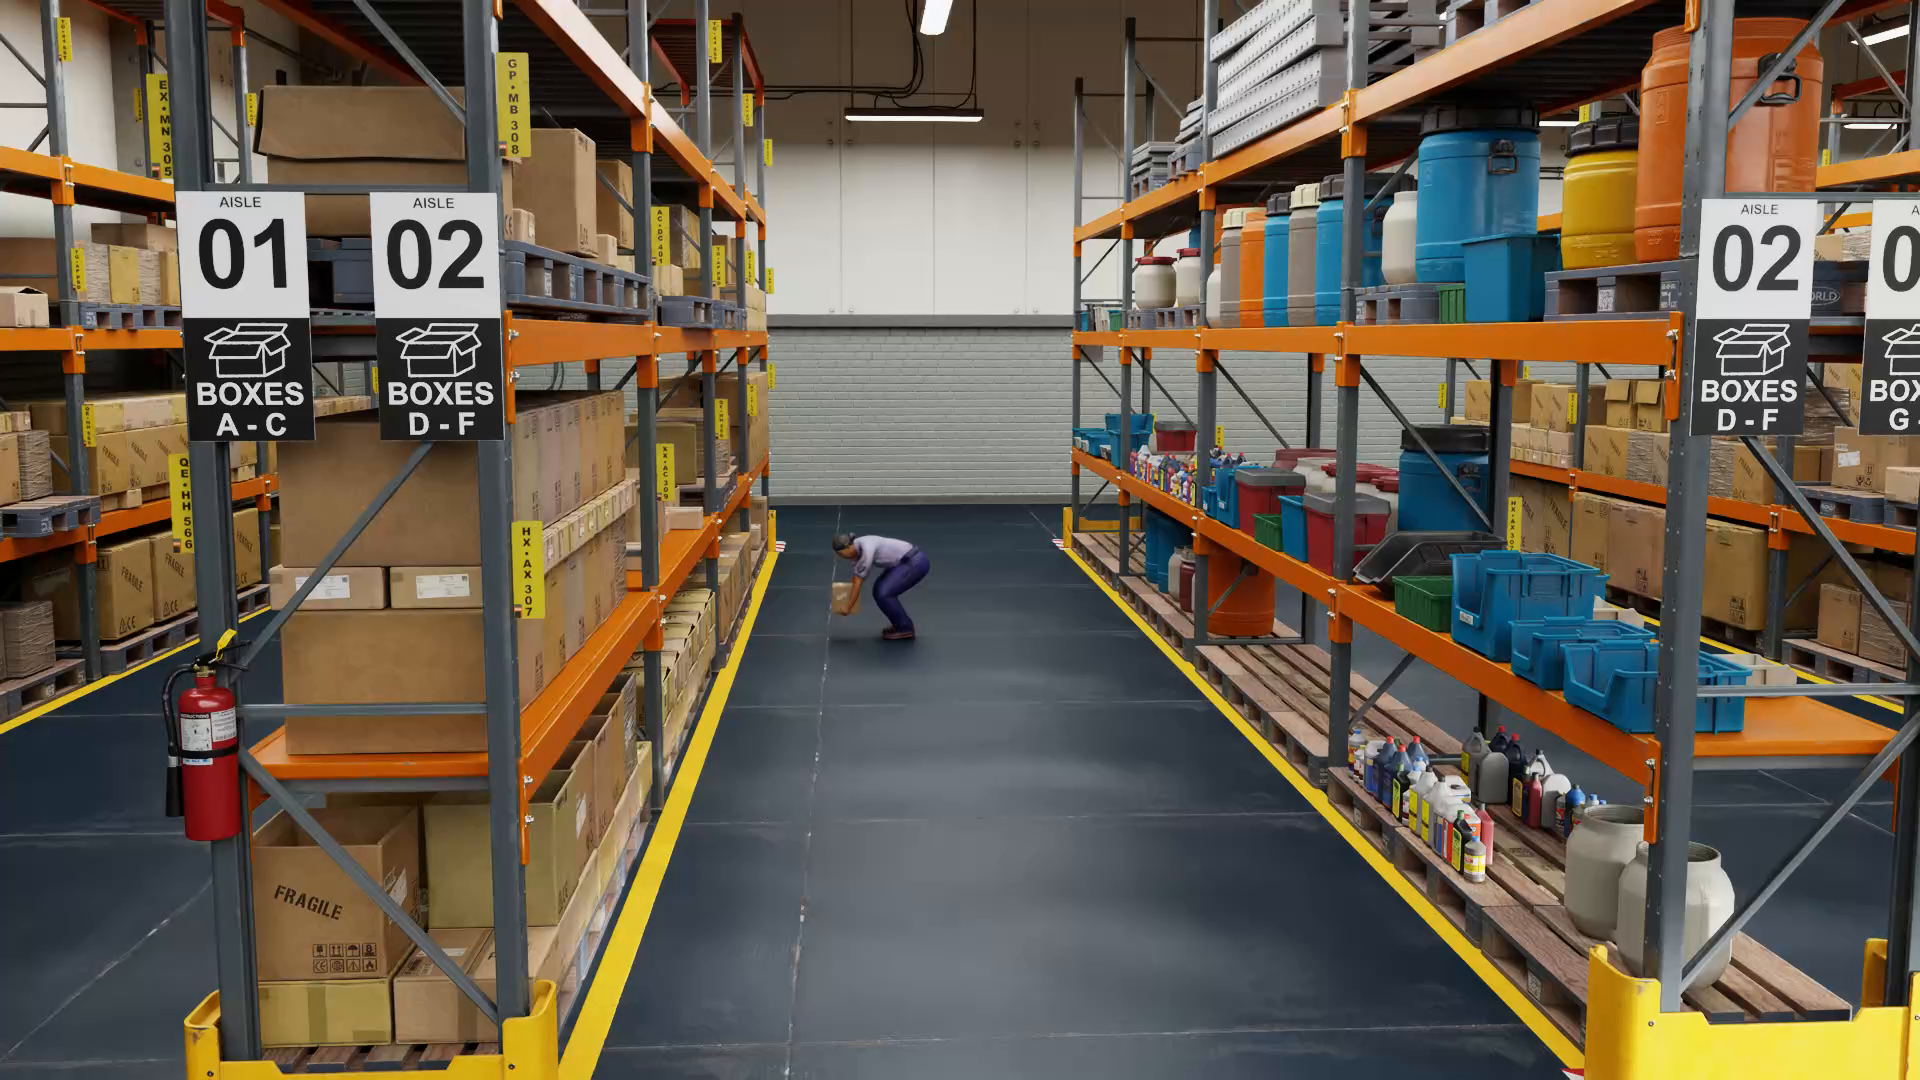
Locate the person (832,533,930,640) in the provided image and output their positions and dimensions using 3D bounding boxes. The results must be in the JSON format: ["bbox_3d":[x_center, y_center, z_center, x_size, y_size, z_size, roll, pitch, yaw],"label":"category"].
[{"bbox_3d":[-0.722,0.411,15.252,0.892,0.972,0.520,-1,7,-6],"label":"person"}]
